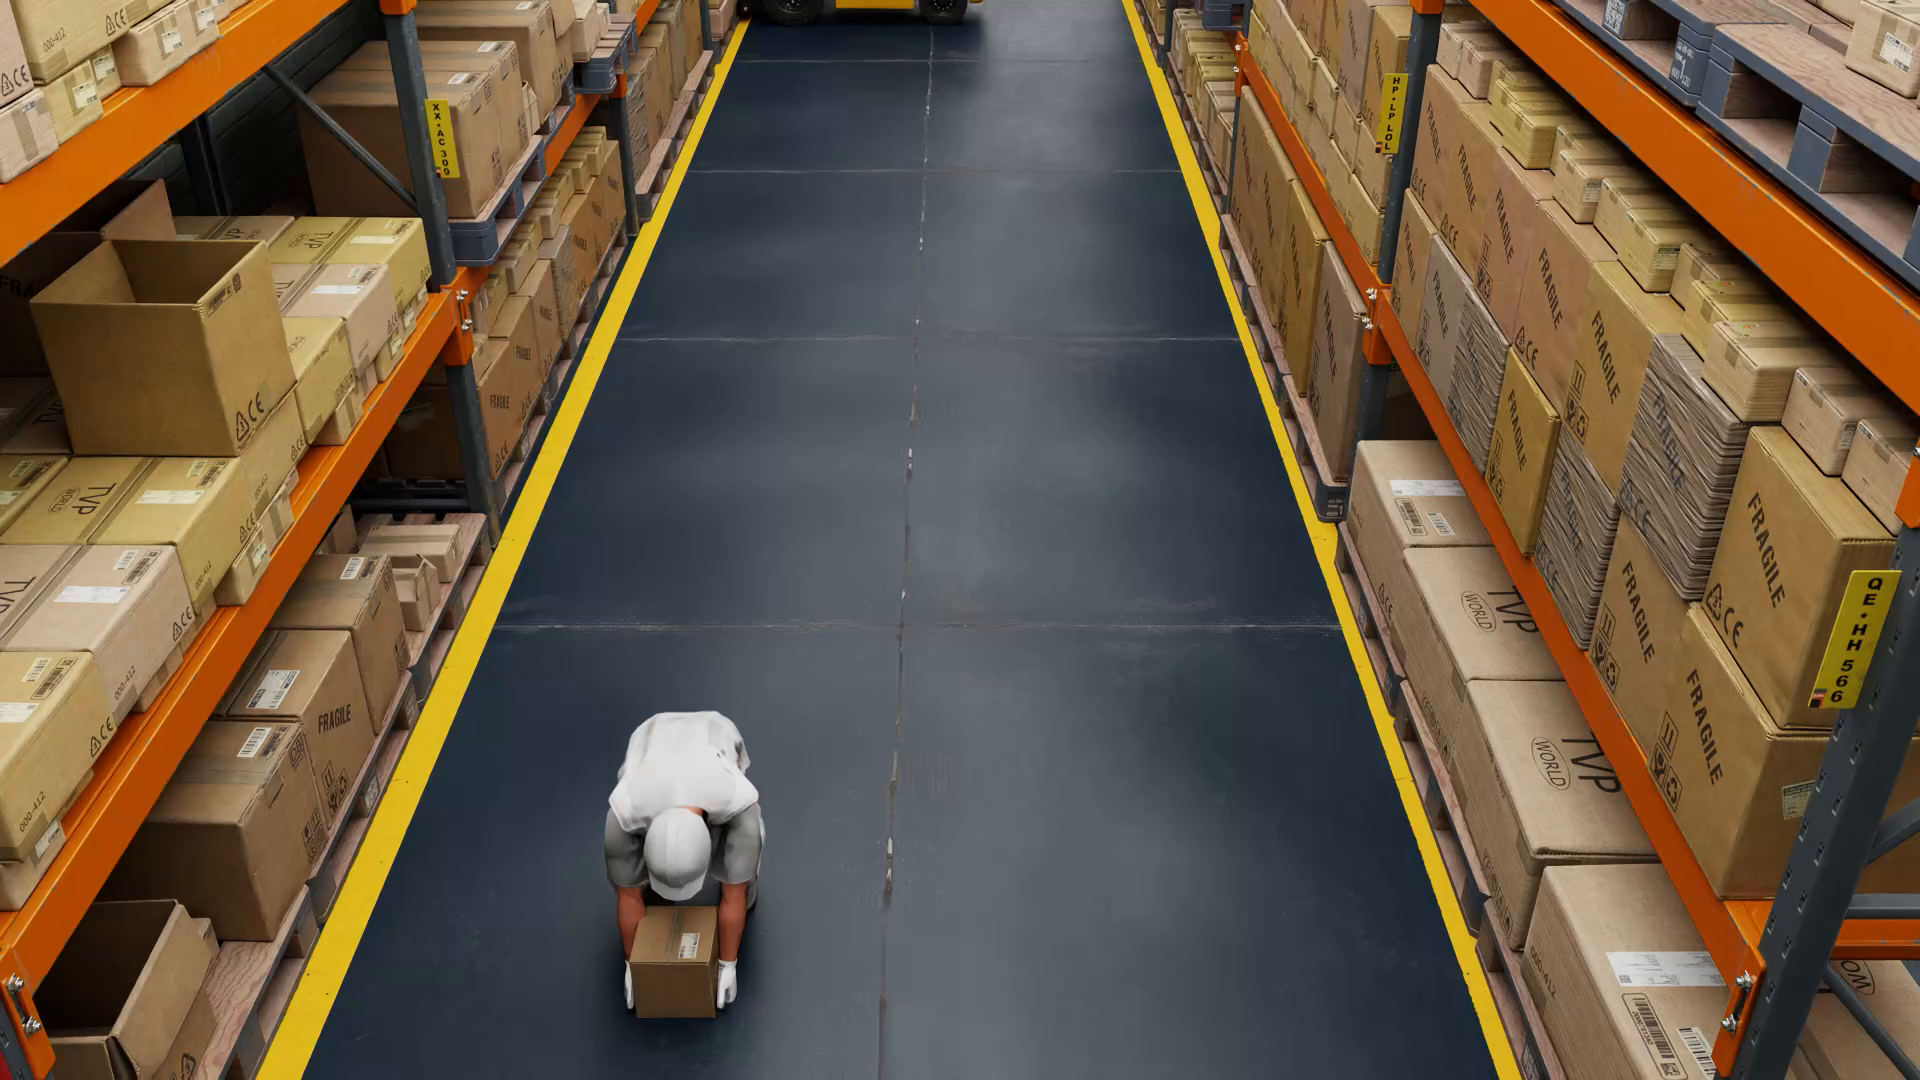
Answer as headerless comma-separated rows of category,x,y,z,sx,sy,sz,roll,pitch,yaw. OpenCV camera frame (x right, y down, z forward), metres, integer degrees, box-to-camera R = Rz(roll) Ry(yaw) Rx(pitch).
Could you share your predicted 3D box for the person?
person,-0.905,1.009,5.491,0.534,0.844,0.937,-1,31,-1
